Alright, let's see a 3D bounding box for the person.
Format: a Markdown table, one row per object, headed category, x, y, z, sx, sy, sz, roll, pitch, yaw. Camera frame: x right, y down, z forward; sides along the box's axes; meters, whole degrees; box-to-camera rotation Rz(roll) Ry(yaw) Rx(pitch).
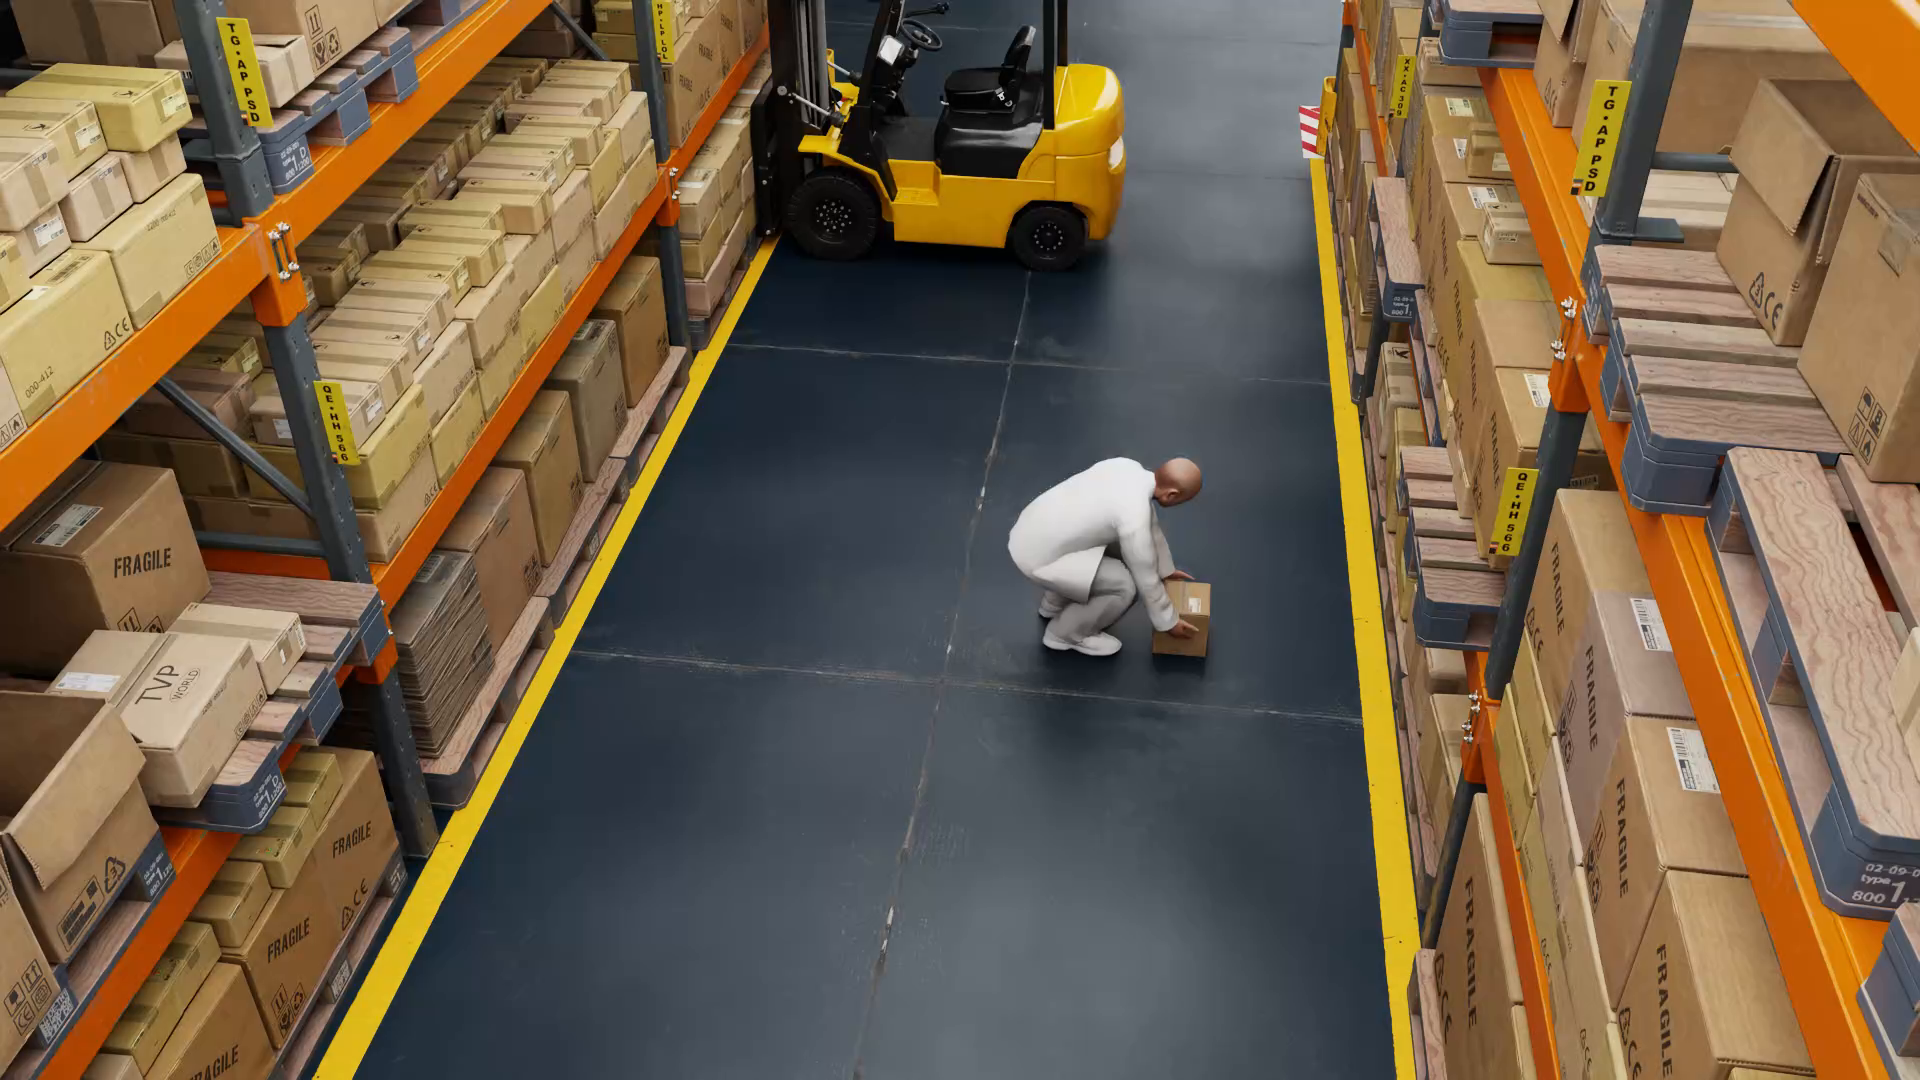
| category | x | y | z | sx | sy | sz | roll | pitch | yaw |
| --- | --- | --- | --- | --- | --- | --- | --- | --- | --- |
| person | 0.675 | 0.051 | 7.703 | 0.903 | 0.940 | 0.606 | 4 | 36 | 6 |
